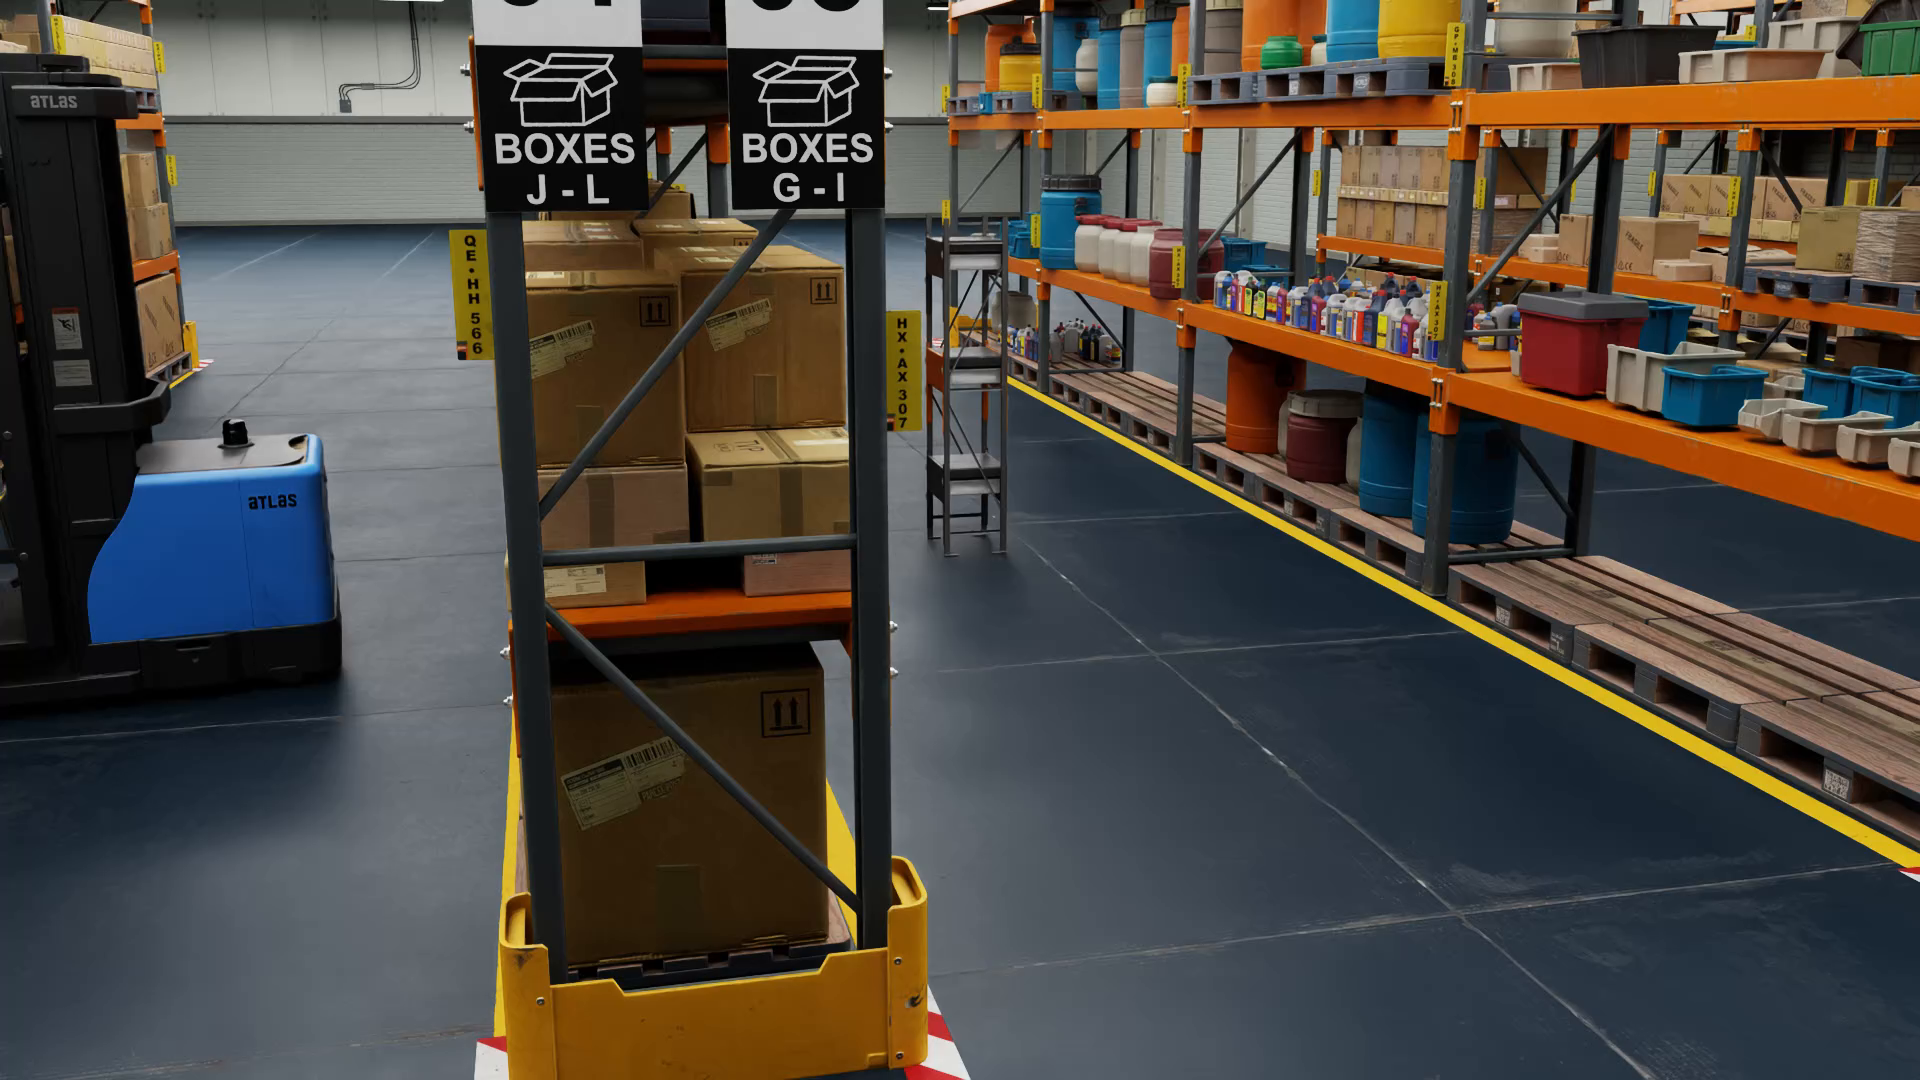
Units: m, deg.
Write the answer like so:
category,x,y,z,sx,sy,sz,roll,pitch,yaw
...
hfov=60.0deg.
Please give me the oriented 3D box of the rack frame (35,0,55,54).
category,x,y,z,sx,sy,sz,roll,pitch,yaw
rack frame,-8.357,-5.395,14.051,1.000,3.000,0.127,-3,14,-13

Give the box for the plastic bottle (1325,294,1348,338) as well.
category,x,y,z,sx,sy,sz,roll,pitch,yaw
plastic bottle,2.484,-1.463,10.855,0.152,0.276,0.135,-3,14,-13

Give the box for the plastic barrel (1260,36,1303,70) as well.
category,x,y,z,sx,sy,sz,roll,pitch,yaw
plastic barrel,2.267,-3.416,11.711,0.294,0.245,0.294,0,14,0

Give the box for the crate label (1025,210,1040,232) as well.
category,x,y,z,sx,sy,sz,roll,pitch,yaw
crate label,1.058,-3.541,19.025,0.502,0.435,0.616,-3,14,-13

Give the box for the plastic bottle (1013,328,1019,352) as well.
category,x,y,z,sx,sy,sz,roll,pitch,yaw
plastic bottle,0.637,-2.237,18.585,0.097,0.271,0.097,0,14,0

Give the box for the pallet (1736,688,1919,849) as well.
category,x,y,z,sx,sy,sz,roll,pitch,yaw
pallet,3.964,0.920,6.716,1.003,0.211,1.213,-3,14,-13

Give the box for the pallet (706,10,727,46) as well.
category,x,y,z,sx,sy,sz,roll,pitch,yaw
pallet,-1.169,-1.833,5.974,1.003,0.211,1.213,-3,14,-13

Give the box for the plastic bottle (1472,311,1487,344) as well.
category,x,y,z,sx,sy,sz,roll,pitch,yaw
plastic bottle,3.310,-1.354,10.567,0.097,0.201,0.097,0,14,0

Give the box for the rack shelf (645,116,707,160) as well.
category,x,y,z,sx,sy,sz,roll,pitch,yaw
rack shelf,-2.103,-2.458,9.863,1.077,0.370,4.000,-3,14,-13

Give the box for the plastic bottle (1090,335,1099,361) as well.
category,x,y,z,sx,sy,sz,roll,pitch,yaw
plastic bottle,1.447,-2.069,17.874,0.061,0.283,0.133,-3,14,-13

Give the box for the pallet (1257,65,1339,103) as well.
category,x,y,z,sx,sy,sz,roll,pitch,yaw
pallet,2.633,-2.967,10.829,1.003,0.211,1.213,-3,14,-13

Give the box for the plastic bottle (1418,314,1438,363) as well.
category,x,y,z,sx,sy,sz,roll,pitch,yaw
plastic bottle,2.774,-1.177,9.688,0.152,0.276,0.135,-3,14,-13

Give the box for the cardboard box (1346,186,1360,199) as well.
category,x,y,z,sx,sy,sz,roll,pitch,yaw
cardboard box,5.126,-4.409,21.075,0.380,0.149,0.250,-4,14,-15

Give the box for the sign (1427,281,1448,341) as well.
category,x,y,z,sx,sy,sz,roll,pitch,yaw
sign,2.646,-1.269,9.218,0.100,0.325,0.005,-3,14,-13

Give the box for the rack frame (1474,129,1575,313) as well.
category,x,y,z,sx,sy,sz,roll,pitch,yaw
rack frame,6.118,-3.286,18.055,1.000,3.000,0.127,-3,14,-13

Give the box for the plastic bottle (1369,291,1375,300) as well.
category,x,y,z,sx,sy,sz,roll,pitch,yaw
plastic bottle,2.975,-1.683,11.916,0.097,0.201,0.097,0,14,0

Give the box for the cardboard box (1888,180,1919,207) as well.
category,x,y,z,sx,sy,sz,roll,pitch,yaw
cardboard box,11.025,-3.984,19.607,0.500,0.500,0.500,-4,14,-14

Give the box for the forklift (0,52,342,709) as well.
category,x,y,z,sx,sy,sz,roll,pitch,yaw
forklift,-4.598,-0.720,7.699,3.031,2.935,1.130,-5,15,-19

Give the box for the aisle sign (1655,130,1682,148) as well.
category,x,y,z,sx,sy,sz,roll,pitch,yaw
aisle sign,9.684,-5.748,22.657,0.394,0.787,0.004,-3,14,-13

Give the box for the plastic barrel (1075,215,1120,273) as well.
category,x,y,z,sx,sy,sz,roll,pitch,yaw
plastic barrel,1.314,-2.843,15.959,0.433,0.535,0.433,0,14,0

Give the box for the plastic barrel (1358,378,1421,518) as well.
category,x,y,z,sx,sy,sz,roll,pitch,yaw
plastic barrel,2.903,-0.639,10.760,0.600,0.901,0.708,-3,14,-13

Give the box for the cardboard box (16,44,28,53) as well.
category,x,y,z,sx,sy,sz,roll,pitch,yaw
cardboard box,-8.036,-3.964,13.732,0.500,0.250,0.500,-3,14,-13

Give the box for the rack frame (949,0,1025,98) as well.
category,x,y,z,sx,sy,sz,roll,pitch,yaw
rack frame,0.363,-6.847,19.994,1.000,3.000,0.127,-3,14,-13

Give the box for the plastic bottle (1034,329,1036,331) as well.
category,x,y,z,sx,sy,sz,roll,pitch,yaw
plastic bottle,0.843,-2.167,18.275,0.061,0.283,0.133,-3,14,-13

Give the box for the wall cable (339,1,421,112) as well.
category,x,y,z,sx,sy,sz,roll,pitch,yaw
wall cable,-16.842,-15.382,47.762,2.305,6.003,0.169,-3,14,-13

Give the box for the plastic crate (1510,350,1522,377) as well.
category,x,y,z,sx,sy,sz,roll,pitch,yaw
plastic crate,3.151,-0.951,8.927,0.396,0.136,0.243,-3,14,-13

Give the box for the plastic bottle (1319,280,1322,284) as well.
category,x,y,z,sx,sy,sz,roll,pitch,yaw
plastic bottle,2.761,-1.894,12.777,0.097,0.201,0.097,0,14,0

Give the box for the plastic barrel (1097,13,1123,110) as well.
category,x,y,z,sx,sy,sz,roll,pitch,yaw
plastic barrel,1.632,-4.606,16.083,0.600,0.901,0.708,-3,14,-13

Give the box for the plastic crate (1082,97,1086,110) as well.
category,x,y,z,sx,sy,sz,roll,pitch,yaw
plastic crate,1.196,-4.744,18.150,0.336,0.188,0.450,-3,14,-13

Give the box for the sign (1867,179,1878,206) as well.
category,x,y,z,sx,sy,sz,roll,pitch,yaw
sign,10.406,-3.951,18.955,0.100,0.325,0.005,-3,14,-13

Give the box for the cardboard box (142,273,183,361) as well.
category,x,y,z,sx,sy,sz,roll,pitch,yaw
cardboard box,-9.073,-2.423,18.117,0.875,0.875,0.875,-3,14,-13

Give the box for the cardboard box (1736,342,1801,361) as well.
category,x,y,z,sx,sy,sz,roll,pitch,yaw
cardboard box,7.220,-1.641,15.050,0.500,0.311,0.500,-3,14,-11

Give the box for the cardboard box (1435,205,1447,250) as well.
category,x,y,z,sx,sy,sz,roll,pitch,yaw
cardboard box,5.877,-3.558,18.958,0.700,0.500,0.500,-3,14,-14

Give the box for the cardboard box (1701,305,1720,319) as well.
category,x,y,z,sx,sy,sz,roll,pitch,yaw
cardboard box,10.201,-3.097,22.021,0.500,0.311,0.500,-2,14,-9

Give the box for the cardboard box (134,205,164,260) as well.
category,x,y,z,sx,sy,sz,roll,pitch,yaw
cardboard box,-9.015,-3.268,17.667,0.875,0.550,0.550,-3,14,-13

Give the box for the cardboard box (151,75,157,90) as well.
category,x,y,z,sx,sy,sz,roll,pitch,yaw
cardboard box,-8.889,-4.934,17.915,0.380,0.149,0.250,-3,14,-13

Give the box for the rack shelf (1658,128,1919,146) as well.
category,x,y,z,sx,sy,sz,roll,pitch,yaw
rack shelf,10.462,-5.132,20.807,1.077,0.370,4.000,-3,14,-13

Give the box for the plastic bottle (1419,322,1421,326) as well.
category,x,y,z,sx,sy,sz,roll,pitch,yaw
plastic bottle,2.748,-1.201,9.940,0.097,0.201,0.097,0,14,0

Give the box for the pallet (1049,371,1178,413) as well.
category,x,y,z,sx,sy,sz,roll,pitch,yaw
pallet,1.524,-1.477,16.527,1.003,0.211,1.213,-3,14,-13

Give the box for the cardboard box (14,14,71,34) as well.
category,x,y,z,sx,sy,sz,roll,pitch,yaw
cardboard box,-8.112,-4.559,14.701,0.380,0.149,0.250,-3,14,-13

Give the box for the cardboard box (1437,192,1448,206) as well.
category,x,y,z,sx,sy,sz,roll,pitch,yaw
cardboard box,5.663,-3.878,18.903,0.380,0.149,0.250,-3,14,-13

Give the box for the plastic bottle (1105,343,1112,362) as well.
category,x,y,z,sx,sy,sz,roll,pitch,yaw
plastic bottle,1.606,-2.010,17.802,0.097,0.201,0.097,0,14,0

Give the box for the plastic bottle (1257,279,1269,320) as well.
category,x,y,z,sx,sy,sz,roll,pitch,yaw
plastic bottle,2.179,-1.720,11.891,0.061,0.283,0.133,-3,14,-13

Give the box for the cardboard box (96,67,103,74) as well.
category,x,y,z,sx,sy,sz,roll,pitch,yaw
cardboard box,-8.353,-4.406,15.756,0.380,0.149,0.250,-4,14,-14

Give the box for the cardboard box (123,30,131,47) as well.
category,x,y,z,sx,sy,sz,roll,pitch,yaw
cardboard box,-8.651,-5.086,16.858,0.380,0.149,0.250,-3,14,-13

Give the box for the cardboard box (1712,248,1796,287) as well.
category,x,y,z,sx,sy,sz,roll,pitch,yaw
cardboard box,7.014,-2.406,14.642,0.500,0.311,0.500,-2,14,-10

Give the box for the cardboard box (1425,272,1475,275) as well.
category,x,y,z,sx,sy,sz,roll,pitch,yaw
cardboard box,5.959,-2.989,20.168,0.500,0.500,0.500,-3,14,-13

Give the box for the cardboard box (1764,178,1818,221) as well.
category,x,y,z,sx,sy,sz,roll,pitch,yaw
cardboard box,10.290,-4.187,20.439,0.500,0.500,0.500,-4,14,-15

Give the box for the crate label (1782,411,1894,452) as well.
category,x,y,z,sx,sy,sz,roll,pitch,yaw
crate label,3.610,-0.452,6.885,0.396,0.136,0.243,-3,14,-13

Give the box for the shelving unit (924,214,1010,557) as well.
category,x,y,z,sx,sy,sz,roll,pitch,yaw
shelving unit,0.039,-0.982,10.522,0.431,2.100,0.503,-3,14,-13

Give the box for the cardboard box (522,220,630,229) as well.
category,x,y,z,sx,sy,sz,roll,pitch,yaw
cardboard box,-1.770,-1.200,7.628,0.500,0.500,0.500,-3,14,-13

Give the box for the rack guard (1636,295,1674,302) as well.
category,x,y,z,sx,sy,sz,roll,pitch,yaw
rack guard,10.010,-3.254,23.191,1.175,0.500,0.348,-3,14,-13

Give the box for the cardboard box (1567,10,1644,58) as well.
category,x,y,z,sx,sy,sz,roll,pitch,yaw
cardboard box,6.380,-4.964,16.454,0.500,0.500,0.500,-2,14,-8

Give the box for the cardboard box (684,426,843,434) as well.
category,x,y,z,sx,sy,sz,roll,pitch,yaw
cardboard box,-0.673,-0.283,5.454,0.500,0.250,0.500,-3,14,-14

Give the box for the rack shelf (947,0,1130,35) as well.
category,x,y,z,sx,sy,sz,roll,pitch,yaw
rack shelf,0.832,-5.842,18.238,1.077,0.370,4.000,-3,14,-13
